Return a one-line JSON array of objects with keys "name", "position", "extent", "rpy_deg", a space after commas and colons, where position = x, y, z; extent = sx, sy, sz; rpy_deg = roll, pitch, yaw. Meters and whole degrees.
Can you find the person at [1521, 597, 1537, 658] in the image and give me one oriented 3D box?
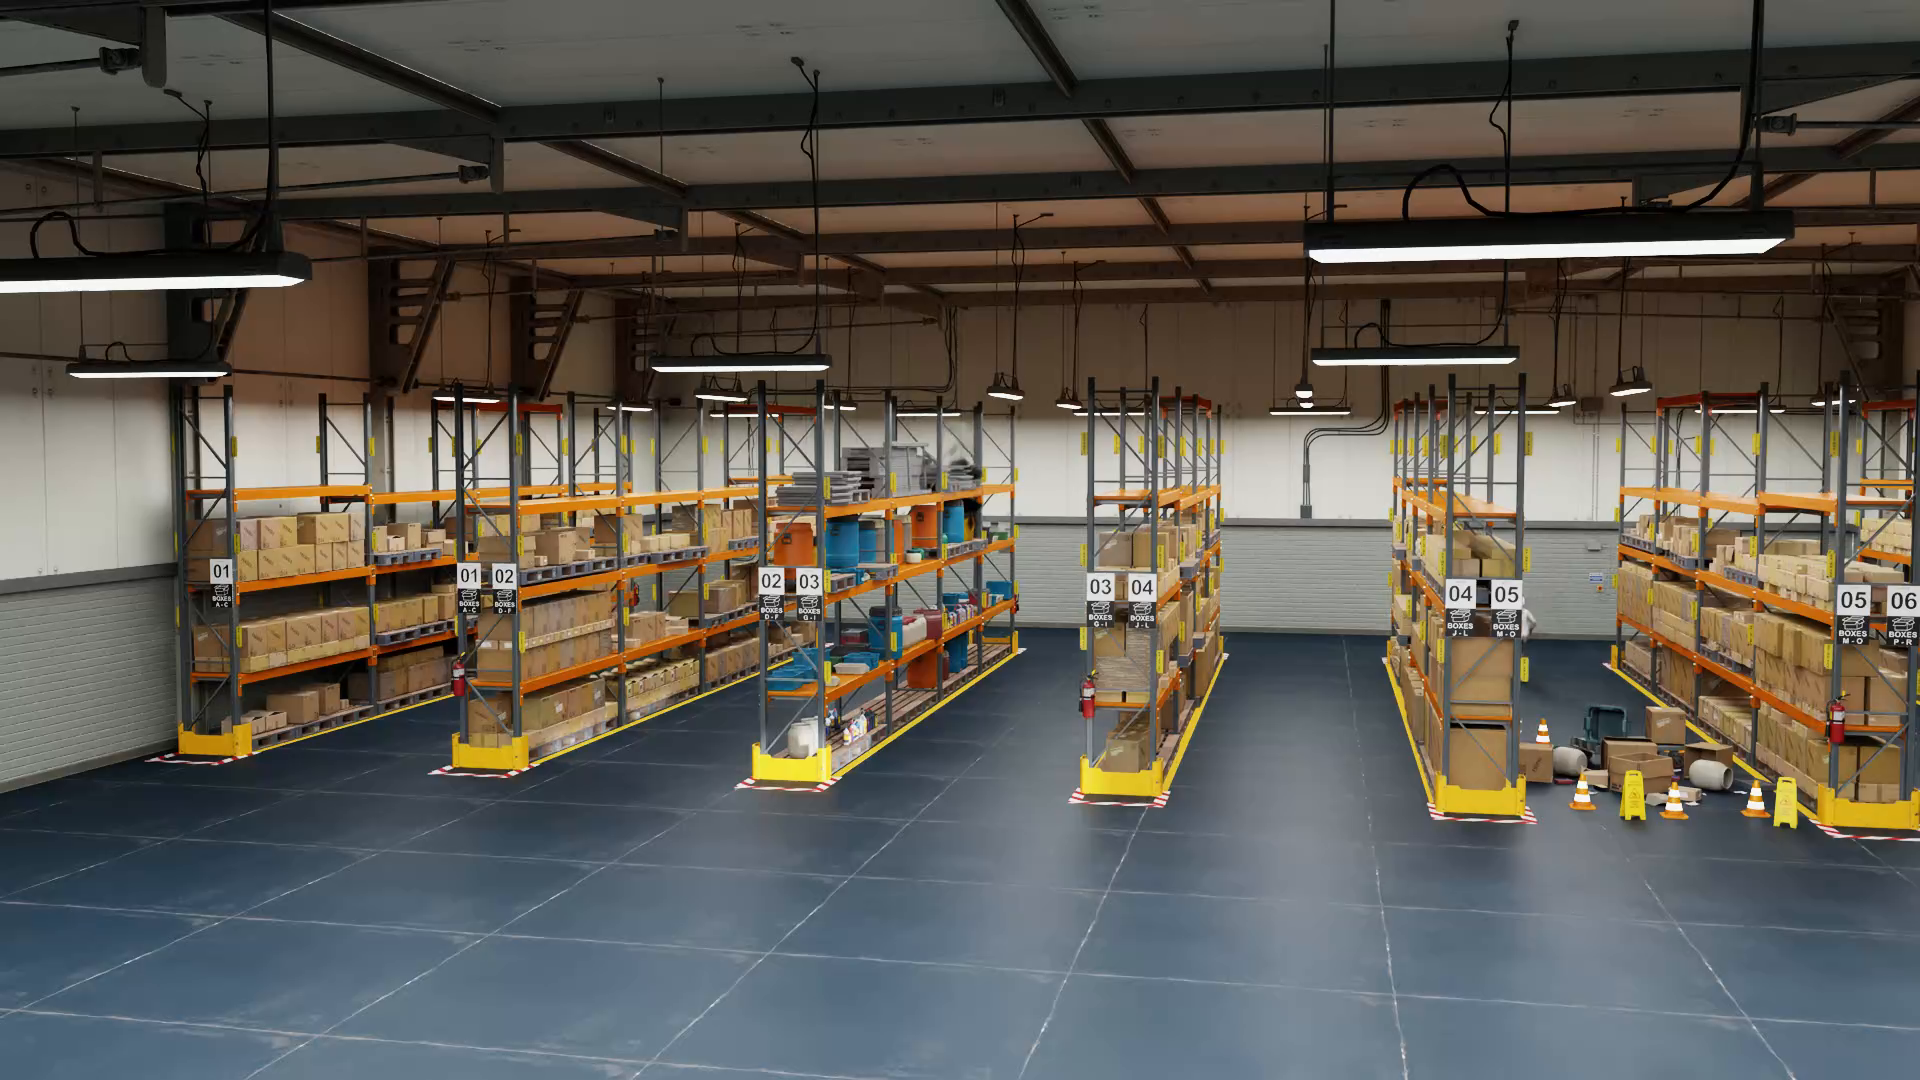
[{"name": "person", "position": [12.089, 2.080, 36.016], "extent": [0.657, 1.755, 0.971], "rpy_deg": [0, 3, 2]}]
